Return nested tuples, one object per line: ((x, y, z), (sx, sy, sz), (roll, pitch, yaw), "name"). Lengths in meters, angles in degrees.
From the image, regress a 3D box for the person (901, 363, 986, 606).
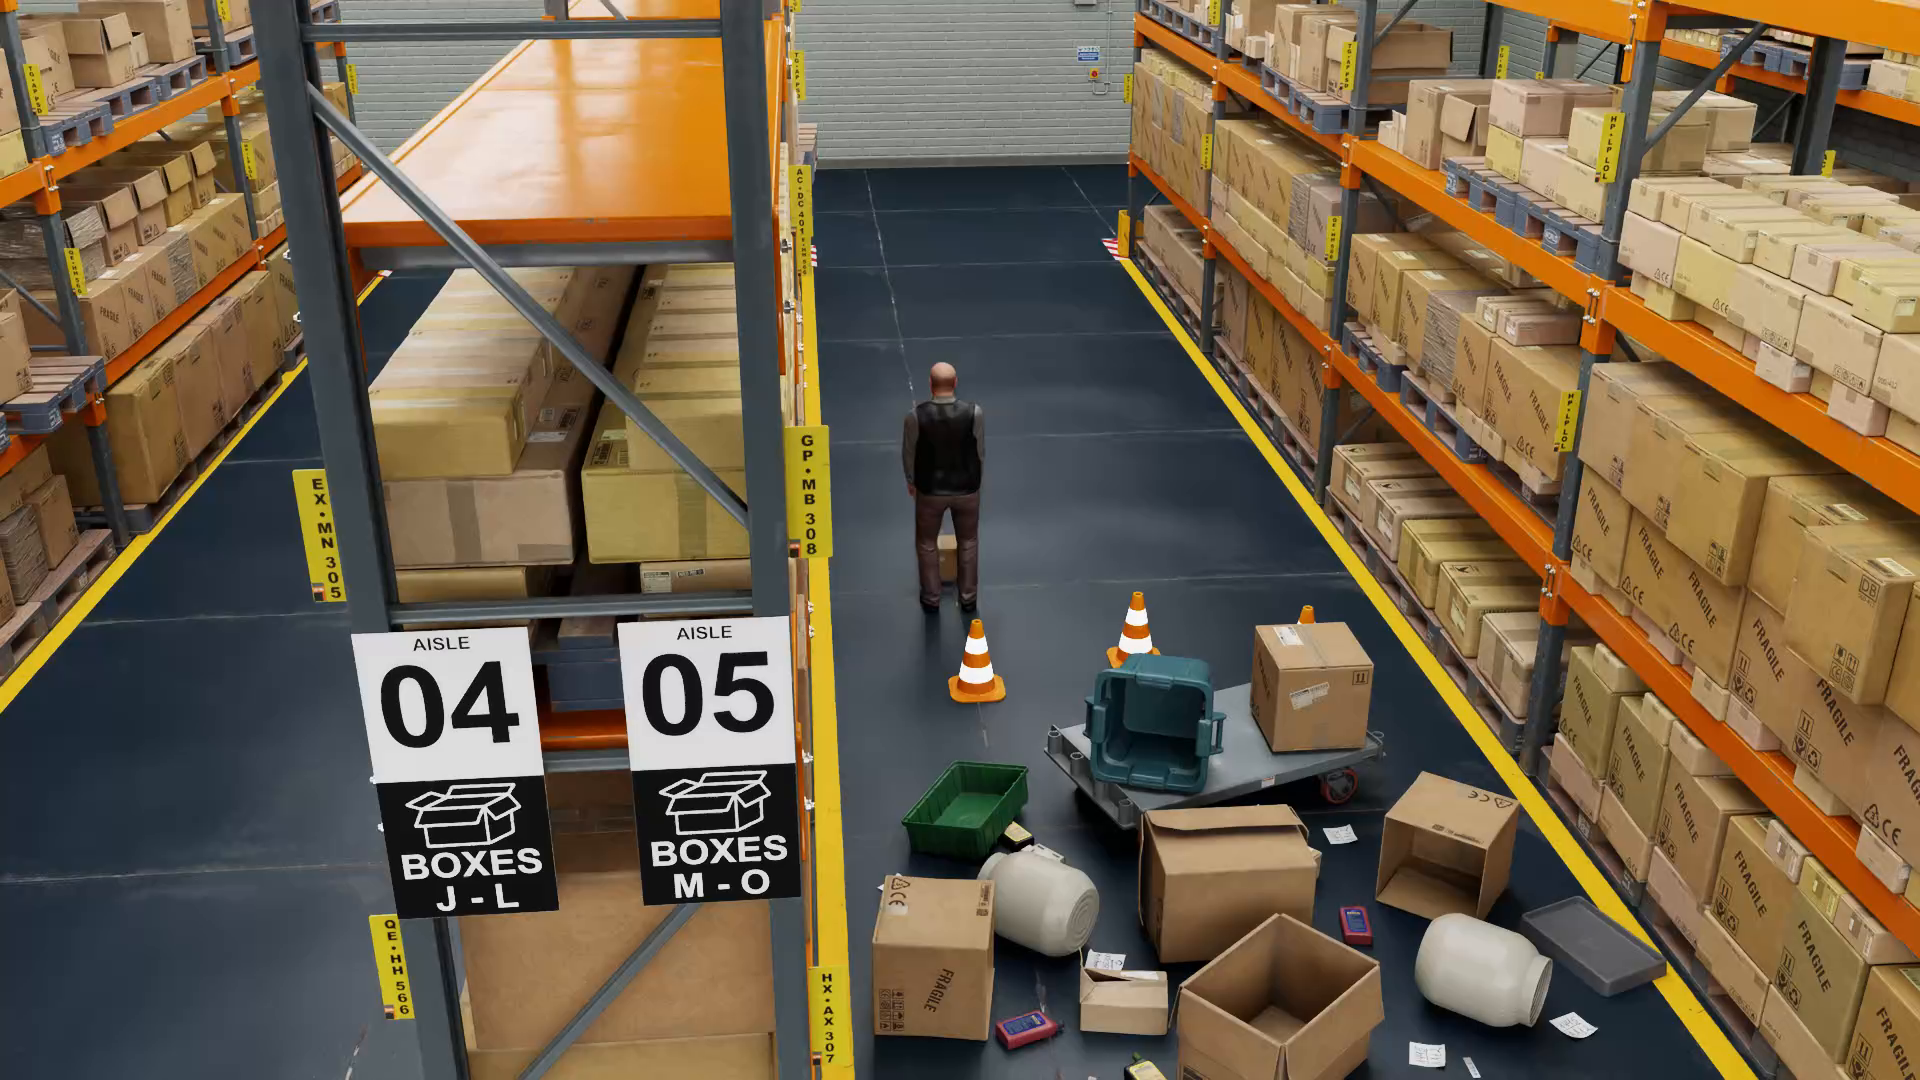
((-0.107, -0.357, 10.919), (0.549, 1.629, 0.397), (-2, 24, -4), "person")
